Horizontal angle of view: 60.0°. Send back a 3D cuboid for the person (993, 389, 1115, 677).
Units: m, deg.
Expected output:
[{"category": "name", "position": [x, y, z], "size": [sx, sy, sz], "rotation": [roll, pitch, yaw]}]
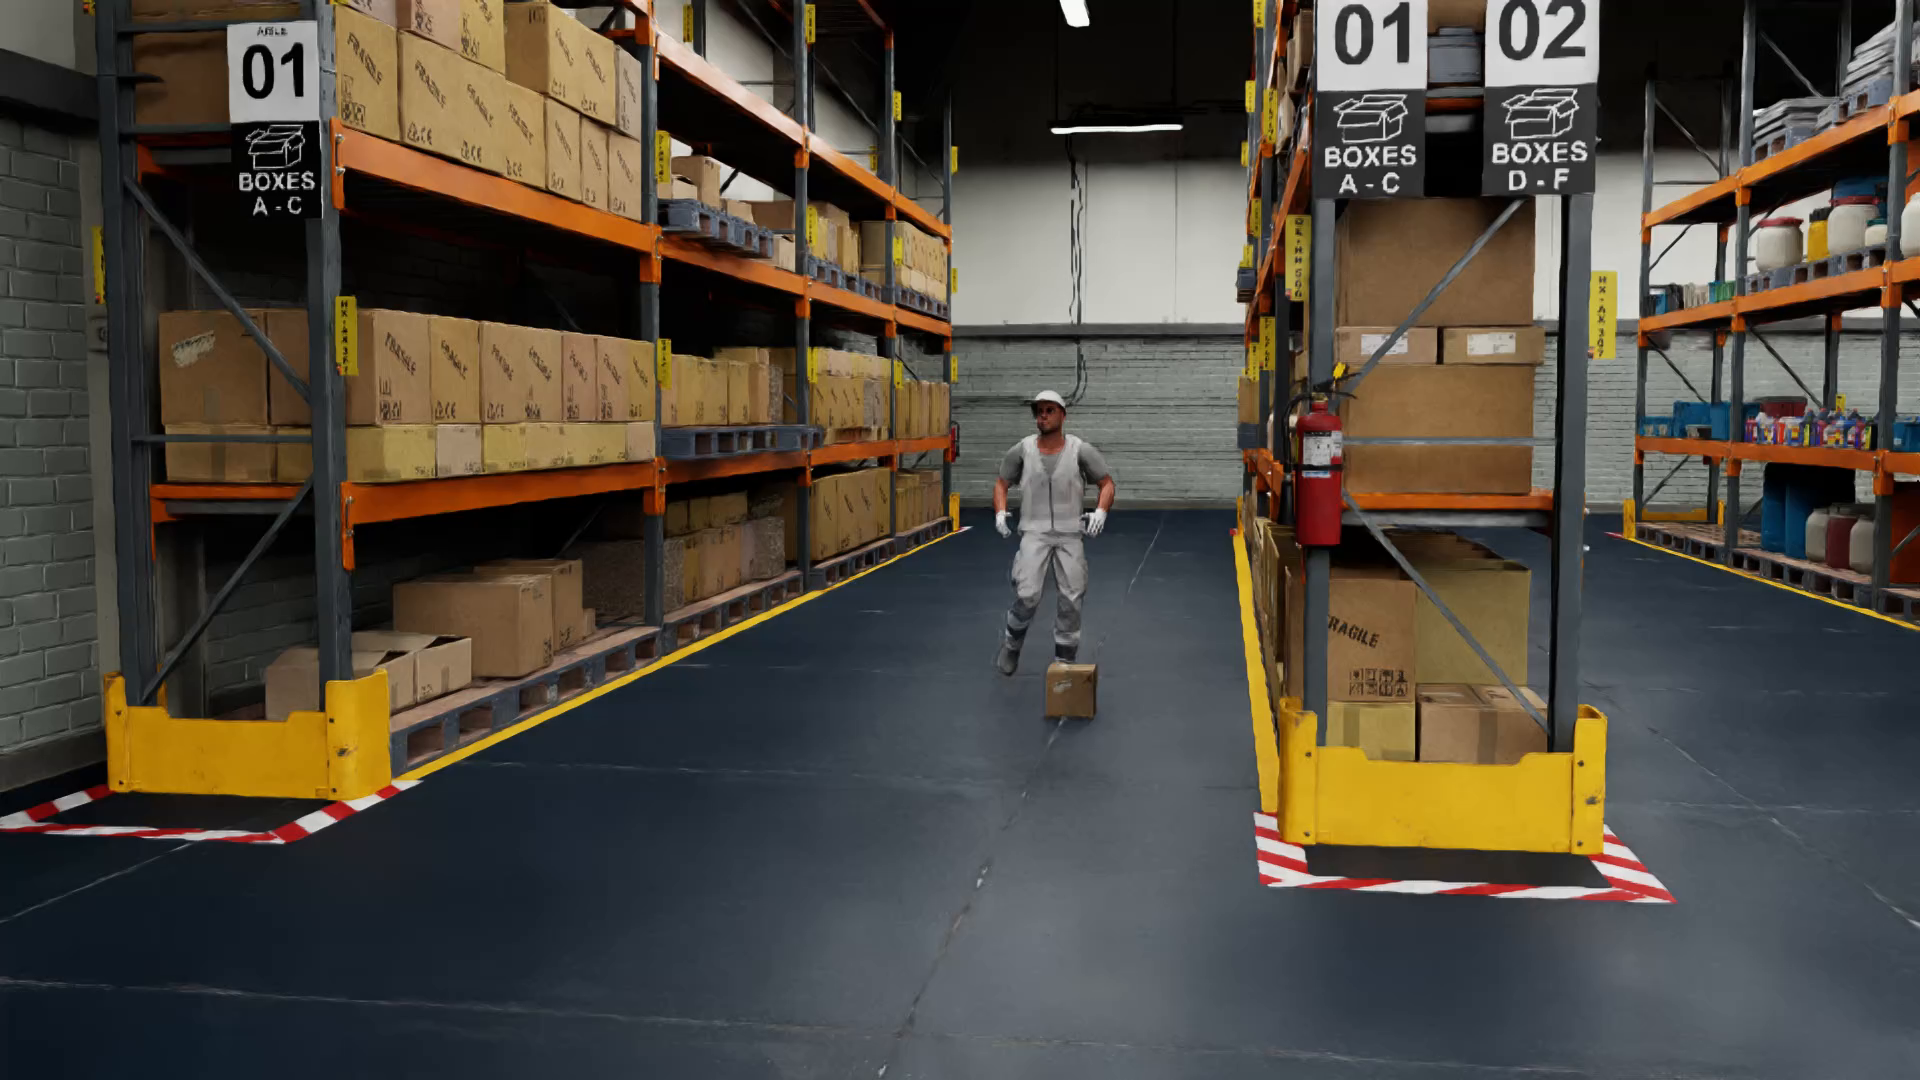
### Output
[{"category": "person", "position": [0.561, -0.012, 9.811], "size": [0.724, 1.749, 0.485], "rotation": [0, 4, -1]}]
